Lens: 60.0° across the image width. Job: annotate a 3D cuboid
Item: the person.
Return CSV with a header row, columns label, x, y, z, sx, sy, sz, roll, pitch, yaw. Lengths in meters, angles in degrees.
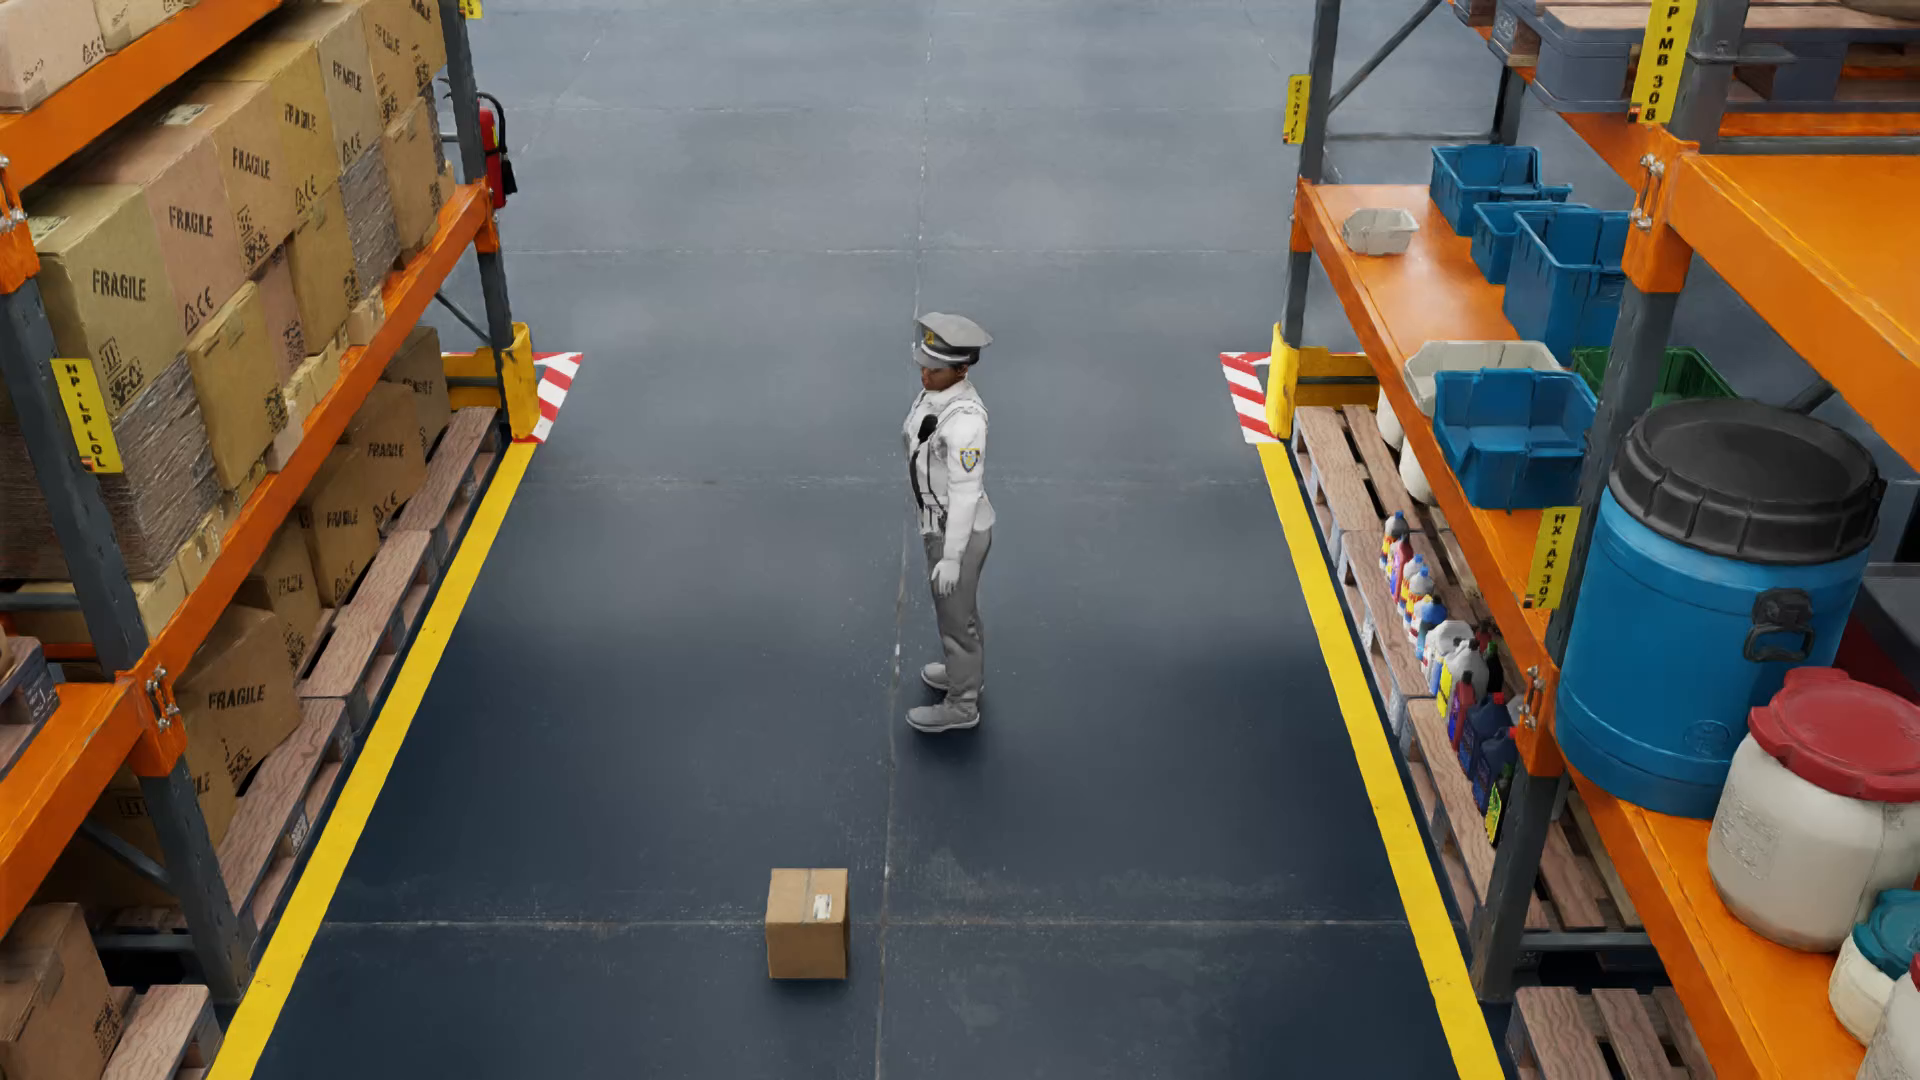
label,x,y,z,sx,sy,sz,roll,pitch,yaw
person,-0.051,-0.041,6.142,0.344,1.687,0.545,-4,32,-7
